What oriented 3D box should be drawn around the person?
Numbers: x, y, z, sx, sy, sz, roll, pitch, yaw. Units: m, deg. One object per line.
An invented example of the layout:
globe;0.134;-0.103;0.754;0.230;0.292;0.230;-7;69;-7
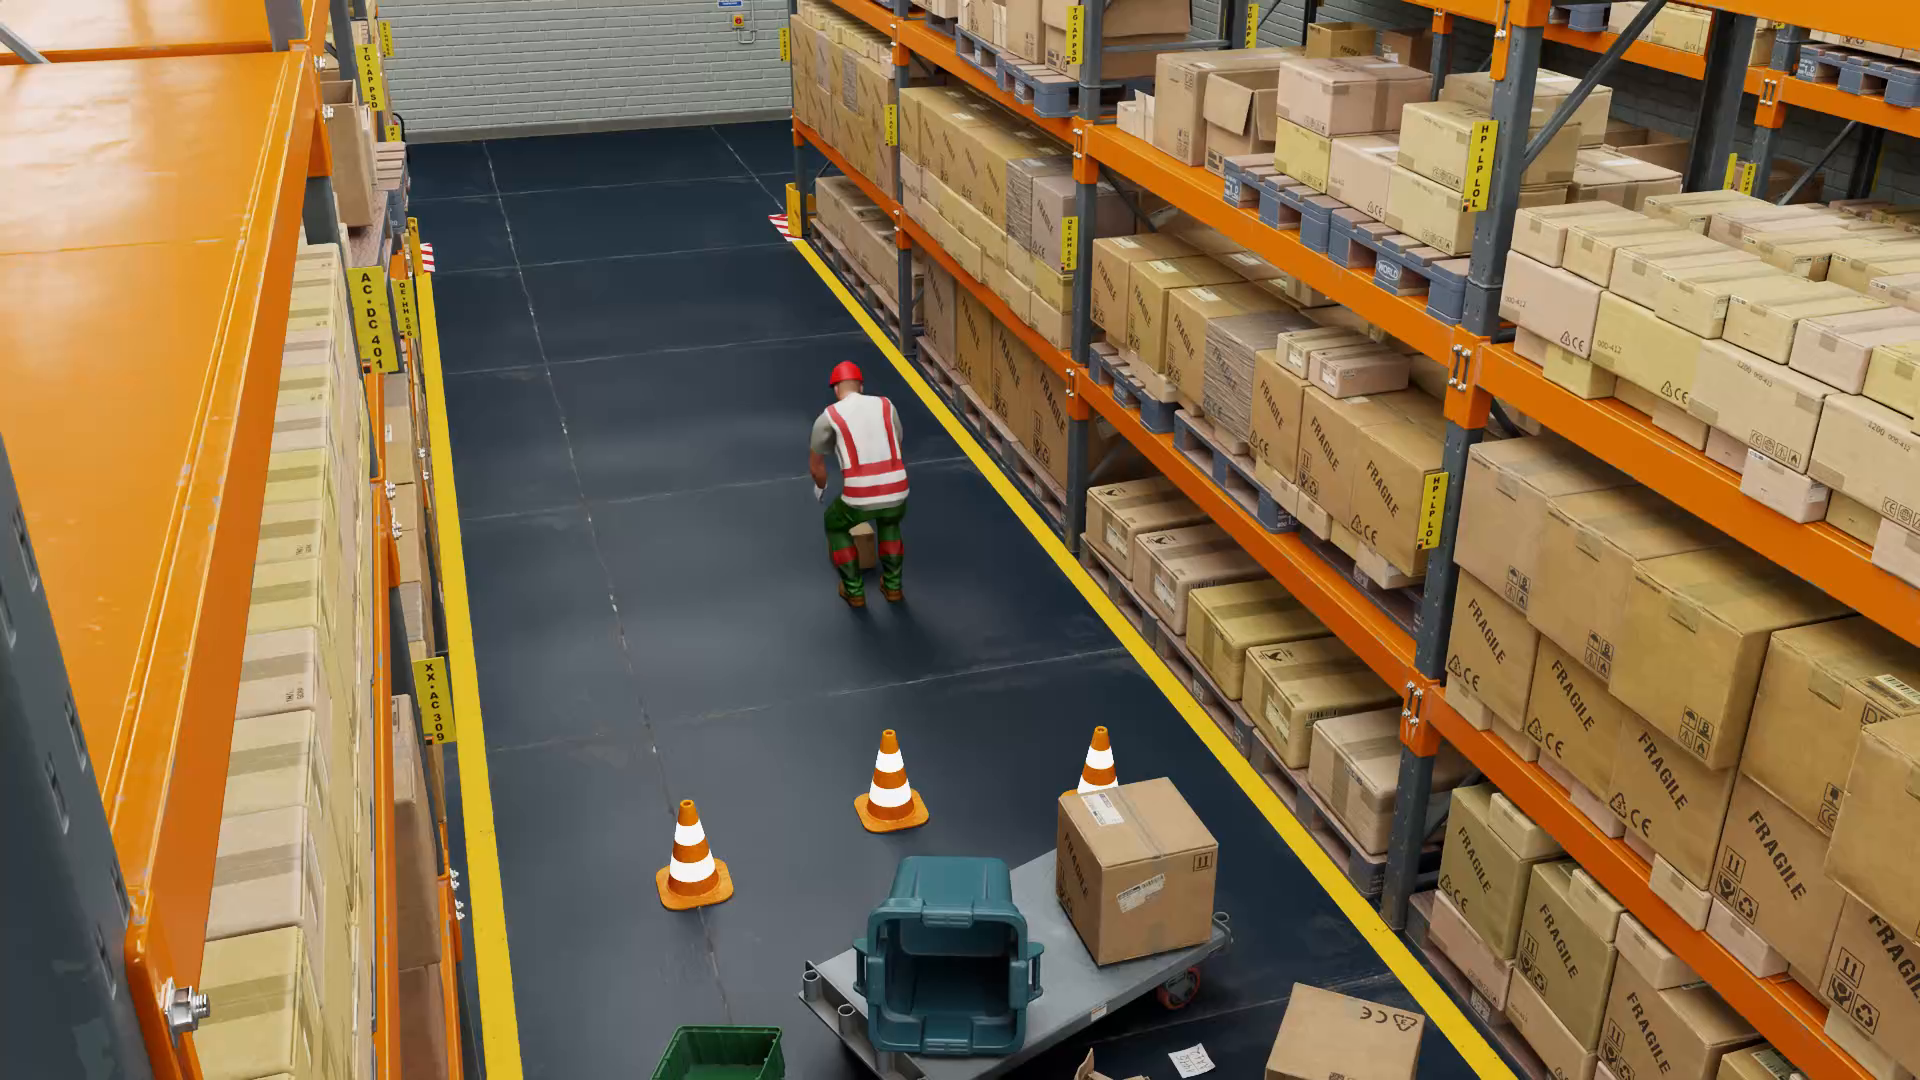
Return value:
person;-0.612;-0.325;10.145;0.583;1.442;0.750;-8;27;-16
